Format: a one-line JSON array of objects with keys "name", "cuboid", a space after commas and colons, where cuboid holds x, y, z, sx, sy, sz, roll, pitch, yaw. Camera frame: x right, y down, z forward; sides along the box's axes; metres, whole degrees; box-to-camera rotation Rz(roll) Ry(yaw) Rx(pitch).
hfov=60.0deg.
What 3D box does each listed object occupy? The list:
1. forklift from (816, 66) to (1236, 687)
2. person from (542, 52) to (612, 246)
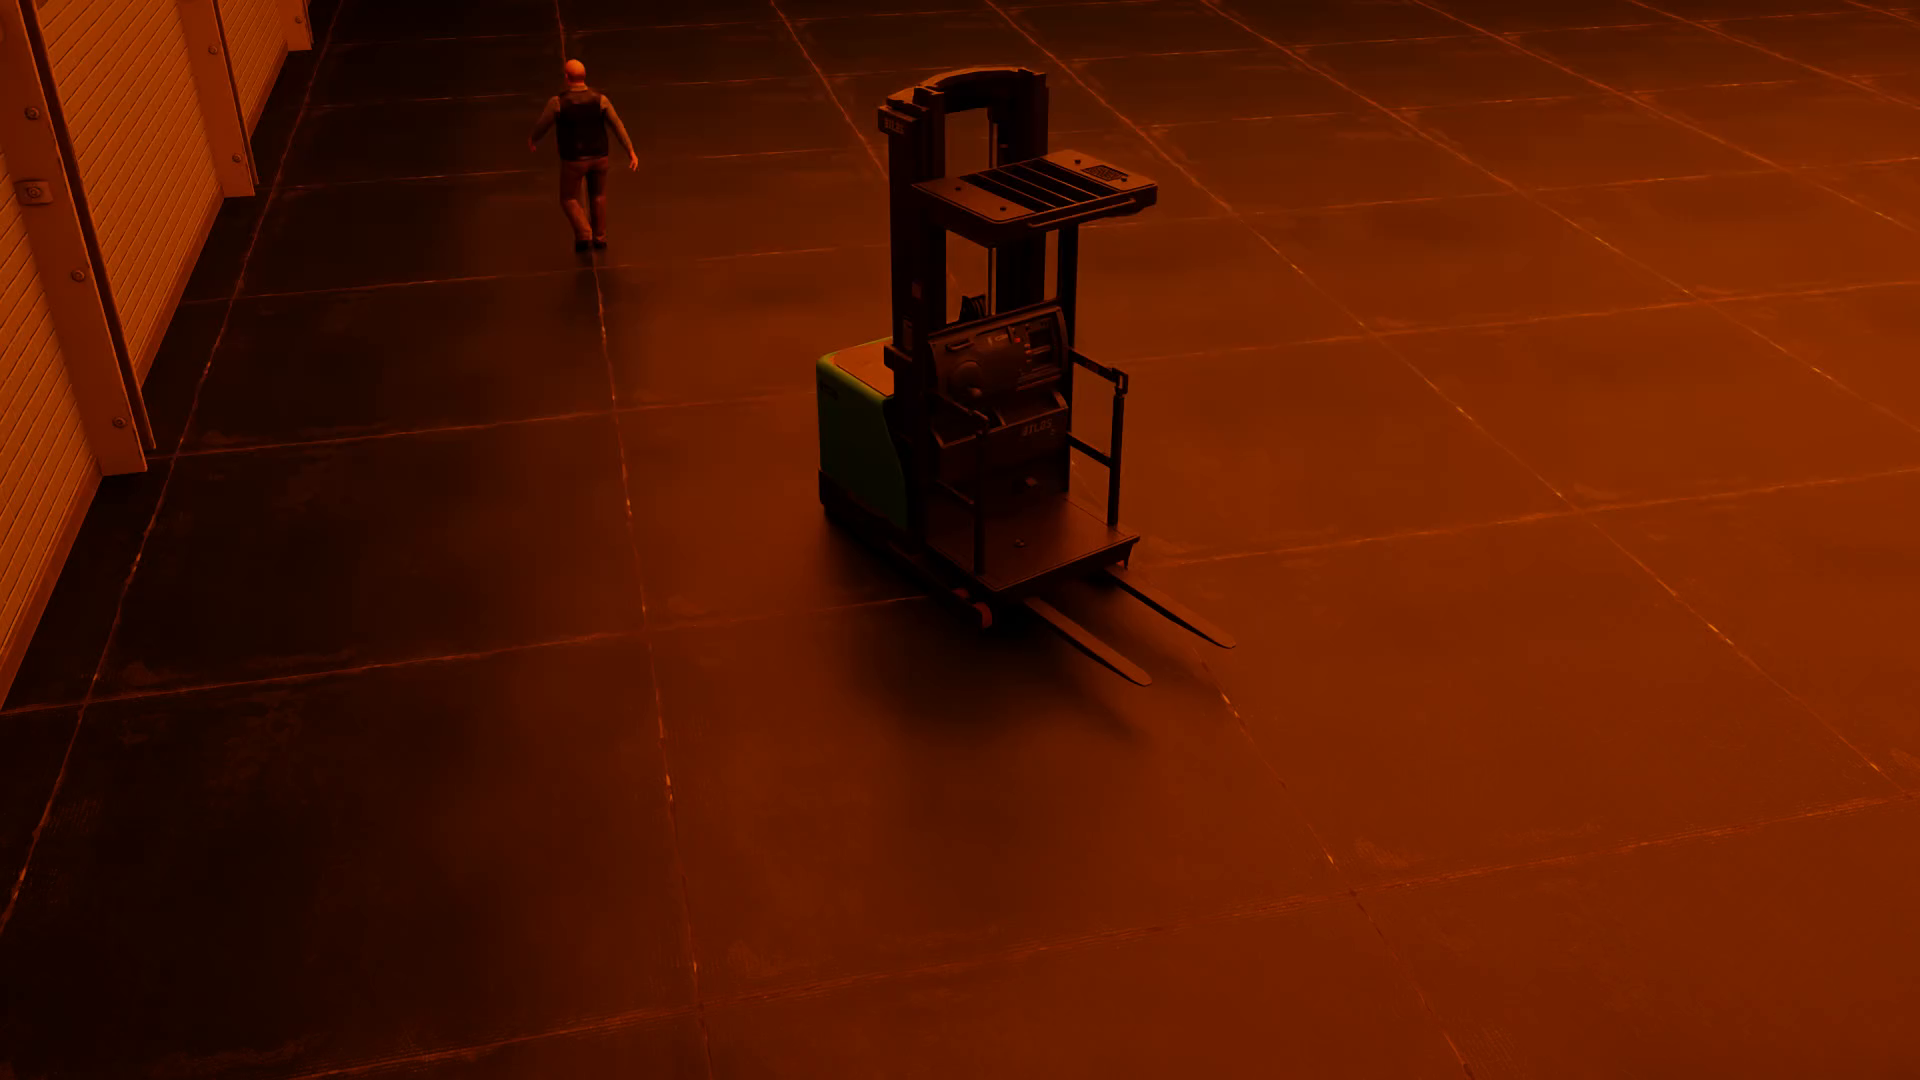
[{"name": "forklift", "cuboid": [0.355, -1.021, 9.338, 1.130, 2.935, 3.031, -20, 35, -30]}, {"name": "person", "cuboid": [-3.404, -3.477, 14.817, 0.587, 1.737, 0.447, -11, 32, -18]}]
